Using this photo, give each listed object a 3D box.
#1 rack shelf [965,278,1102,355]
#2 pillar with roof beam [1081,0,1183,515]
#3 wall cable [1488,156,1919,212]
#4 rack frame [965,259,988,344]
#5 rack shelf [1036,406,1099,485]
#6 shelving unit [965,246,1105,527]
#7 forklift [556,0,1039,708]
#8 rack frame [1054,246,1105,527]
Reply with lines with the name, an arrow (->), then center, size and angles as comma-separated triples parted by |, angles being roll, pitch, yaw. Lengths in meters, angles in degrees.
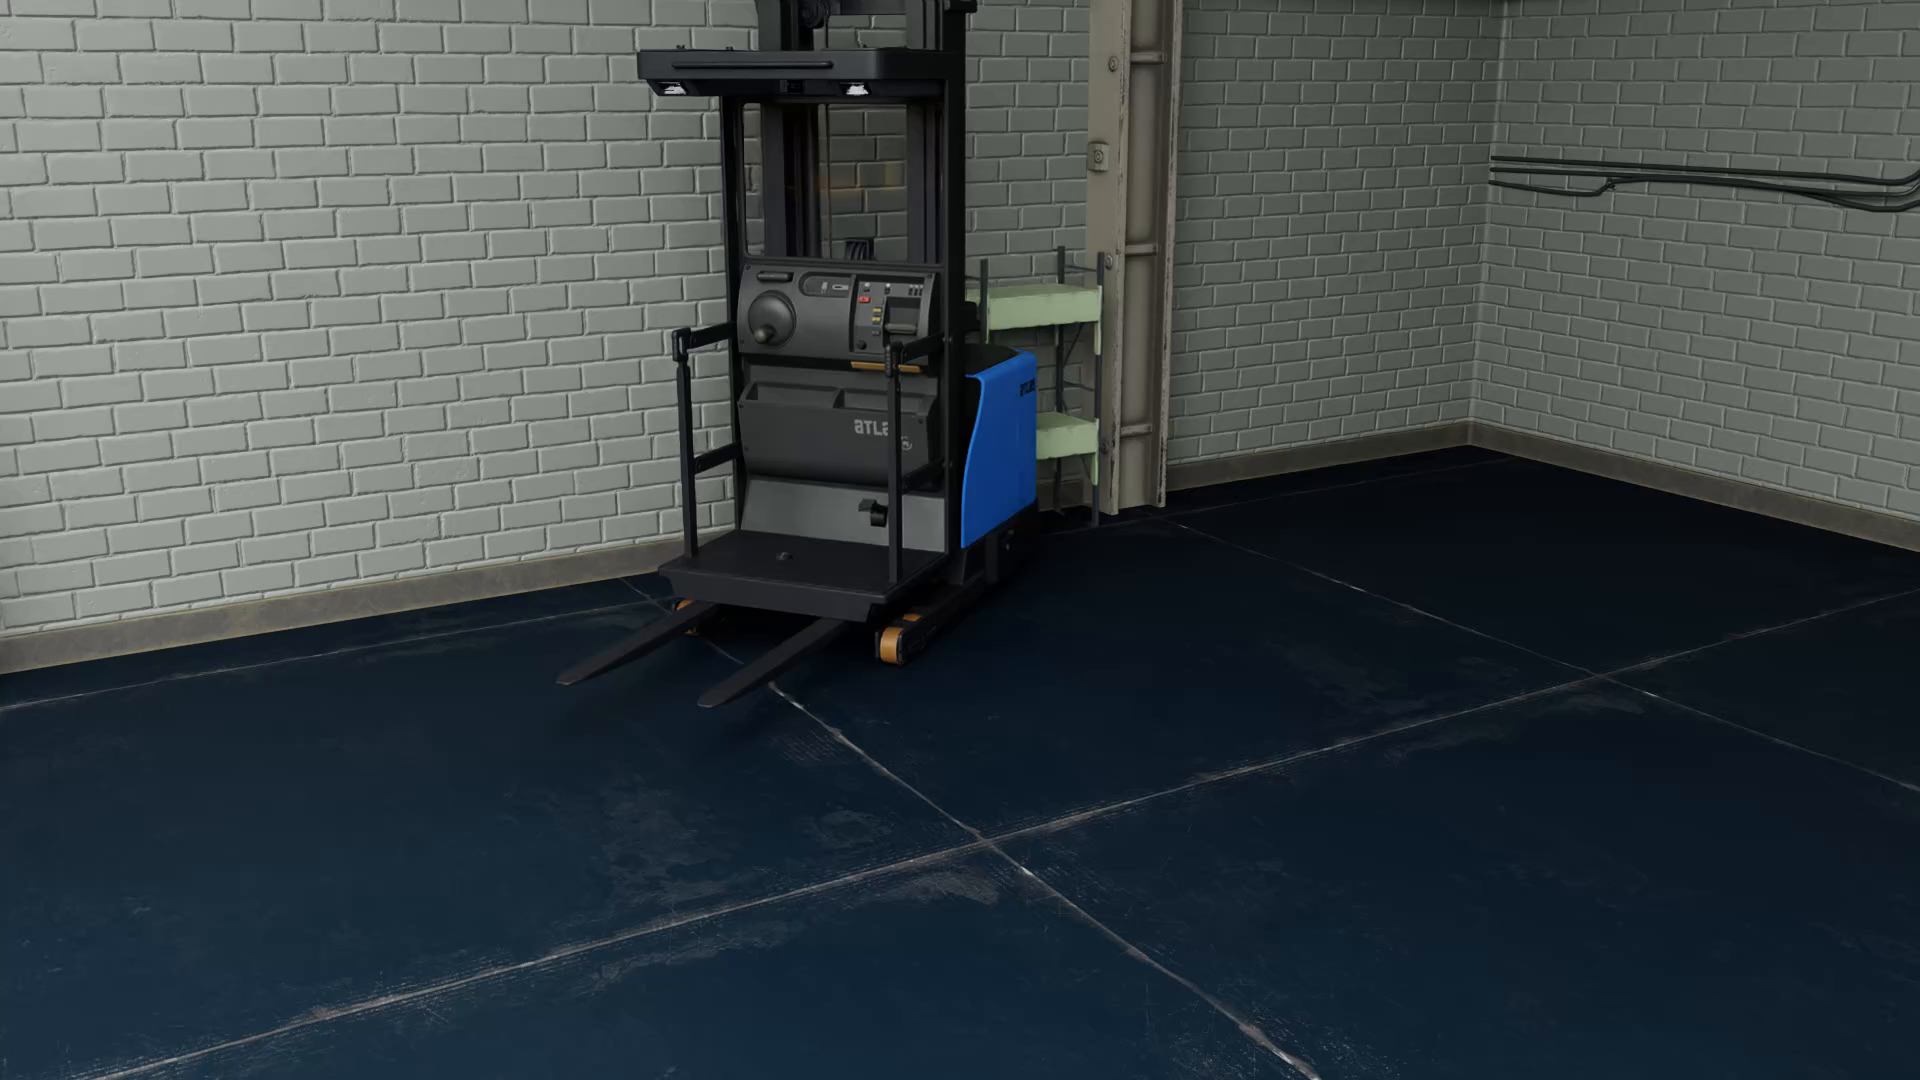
rack shelf -> 0.338, -1.165, 8.842 | 0.720, 0.370, 0.431 | -9, 18, -30
pillar with roof beam -> 3.161, -3.541, 4.869 | 0.400, 9.000, 9.100 | -9, 18, -30
wall cable -> 4.150, -3.145, 9.211 | 0.112, 2.526, 3.097 | -9, 18, -30
rack frame -> 0.026, -0.738, 8.762 | 0.023, 1.500, 0.400 | -9, 18, -30
rack shelf -> 0.338, -0.475, 9.034 | 0.720, 0.370, 0.431 | -9, 18, -30
shelving unit -> 0.338, -0.789, 8.947 | 0.755, 1.500, 0.431 | -9, 18, -30
forklift -> -0.626, -1.011, 7.085 | 1.130, 2.935, 3.031 | 6, 17, 21
rack frame -> 0.650, -0.841, 9.131 | 0.023, 1.500, 0.400 | -9, 18, -30
